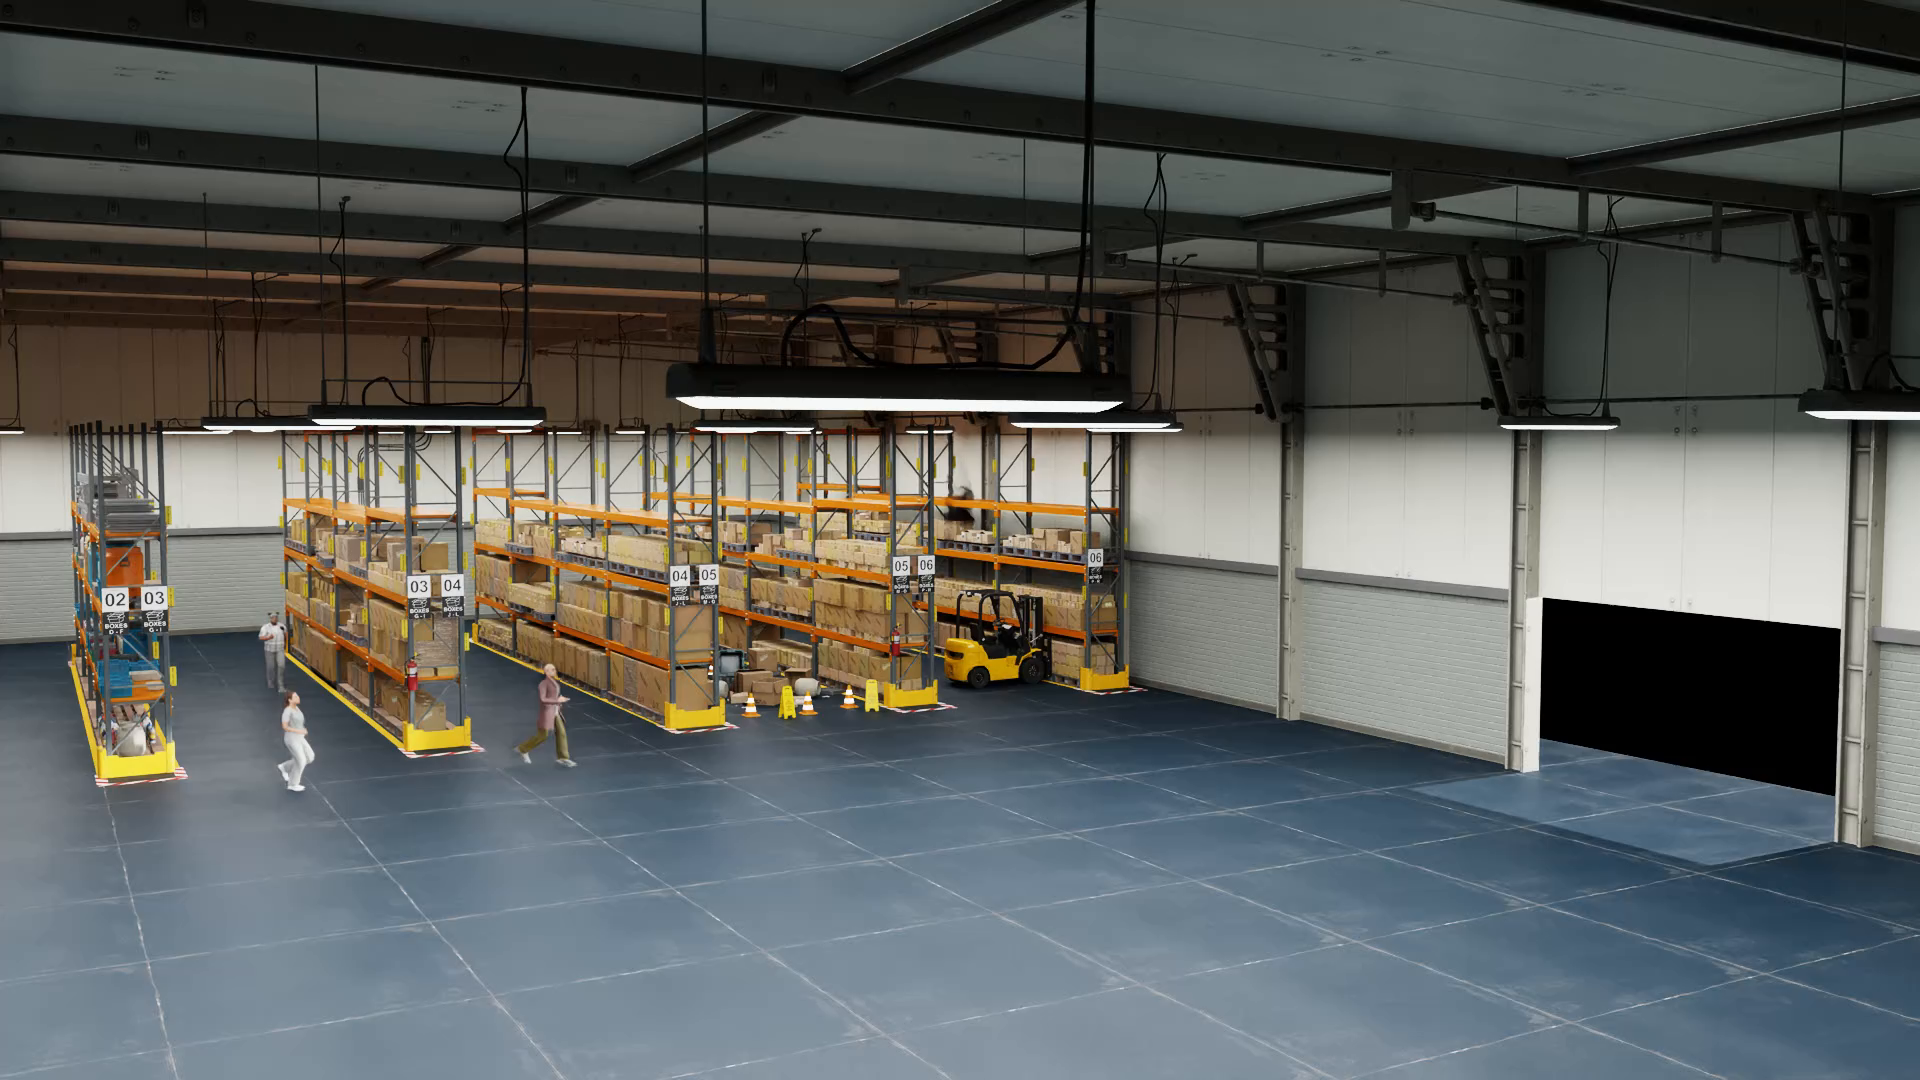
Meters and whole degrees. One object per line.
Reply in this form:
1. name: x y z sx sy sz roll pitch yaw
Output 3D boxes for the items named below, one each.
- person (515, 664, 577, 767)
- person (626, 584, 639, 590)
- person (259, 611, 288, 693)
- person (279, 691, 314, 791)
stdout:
1. person: -7.159 3.036 28.889 1.002 1.781 0.718 1 4 11
2. person: -9.882 1.775 50.352 0.847 1.710 0.626 -1 4 -14
3. person: -15.454 2.504 37.494 0.647 1.822 0.816 -2 4 -31
4. person: -10.798 3.244 26.958 0.551 1.628 0.615 0 4 -2
